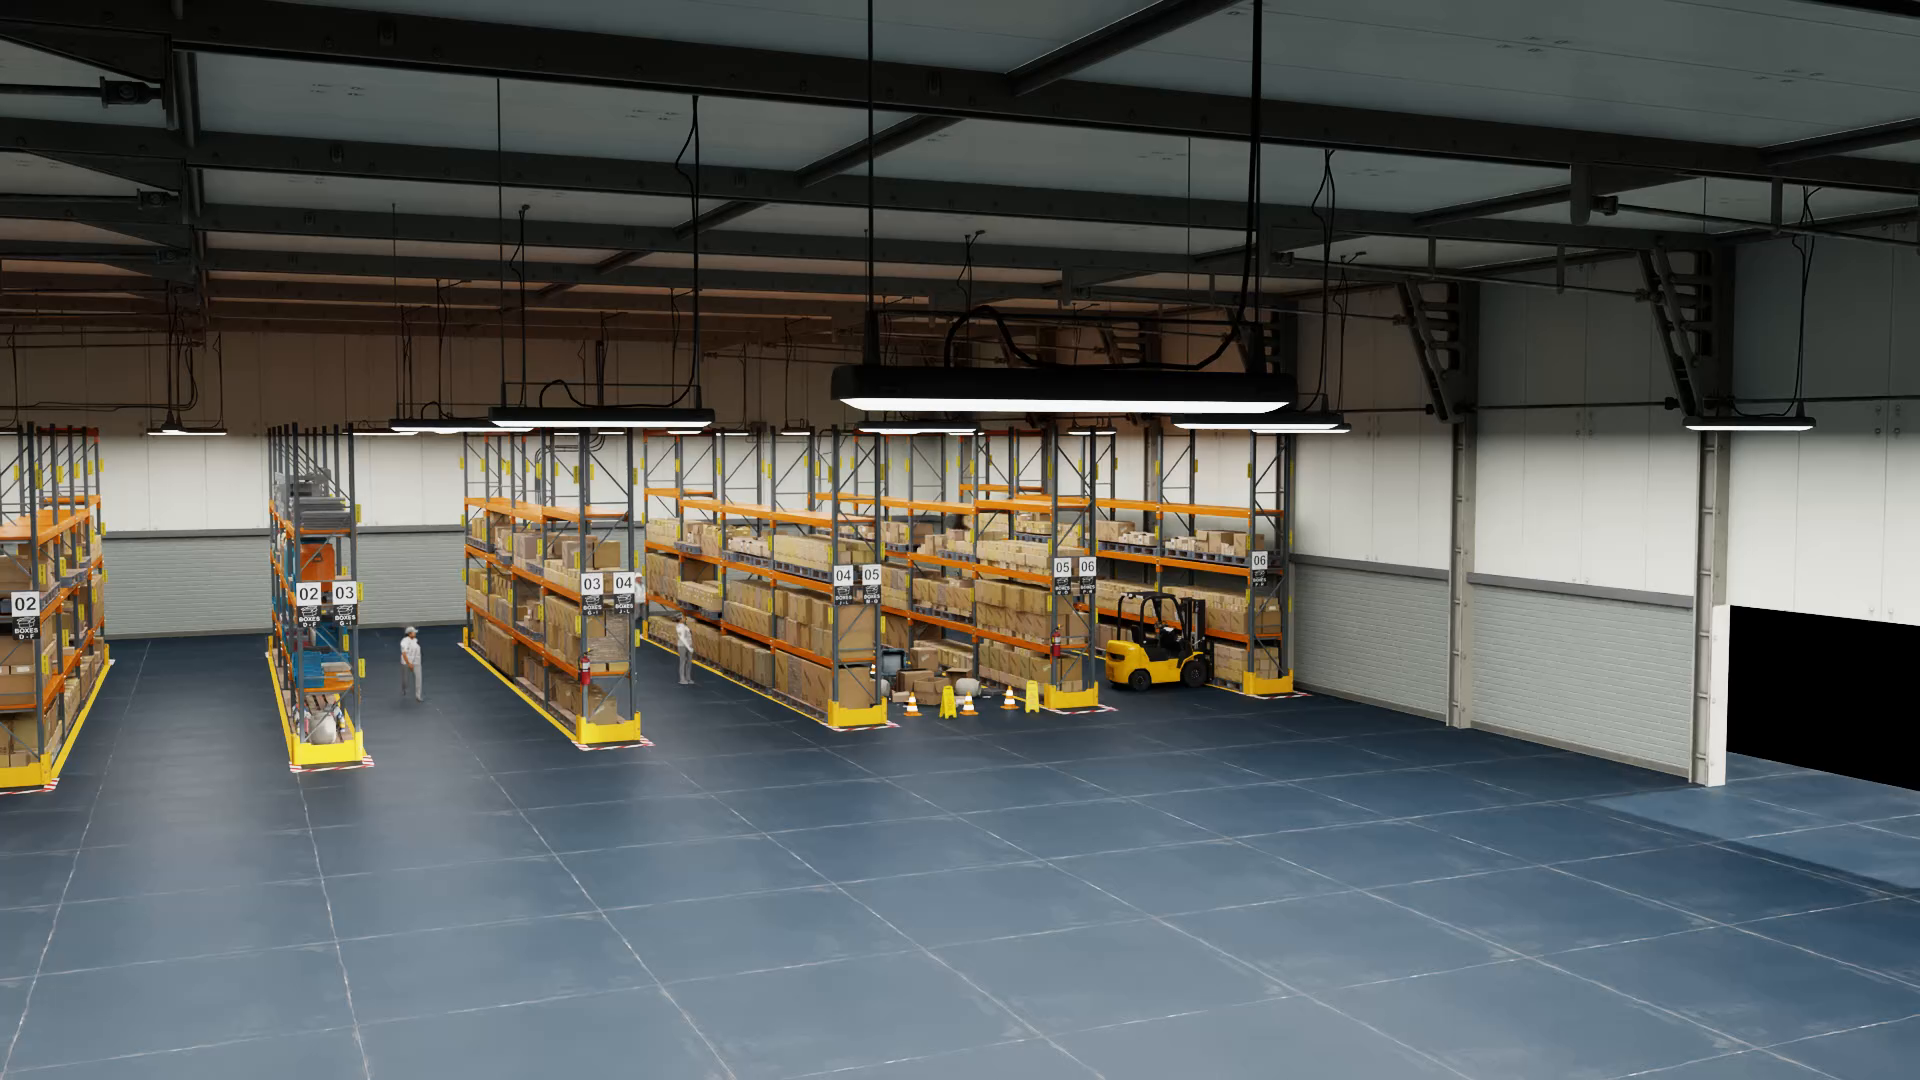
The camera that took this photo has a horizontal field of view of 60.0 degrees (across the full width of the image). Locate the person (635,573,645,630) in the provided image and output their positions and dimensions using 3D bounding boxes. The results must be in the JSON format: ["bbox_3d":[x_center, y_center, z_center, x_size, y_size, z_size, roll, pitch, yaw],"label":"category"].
[{"bbox_3d":[-9.515,1.844,49.198,0.838,1.754,0.559,1,4,22],"label":"person"}]

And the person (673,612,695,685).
[{"bbox_3d":[-6.381,2.535,38.757,0.578,1.713,0.533,2,4,30],"label":"person"}]

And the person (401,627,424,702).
[{"bbox_3d":[-11.958,2.705,36.269,0.468,1.615,0.978,-2,4,-30],"label":"person"}]
